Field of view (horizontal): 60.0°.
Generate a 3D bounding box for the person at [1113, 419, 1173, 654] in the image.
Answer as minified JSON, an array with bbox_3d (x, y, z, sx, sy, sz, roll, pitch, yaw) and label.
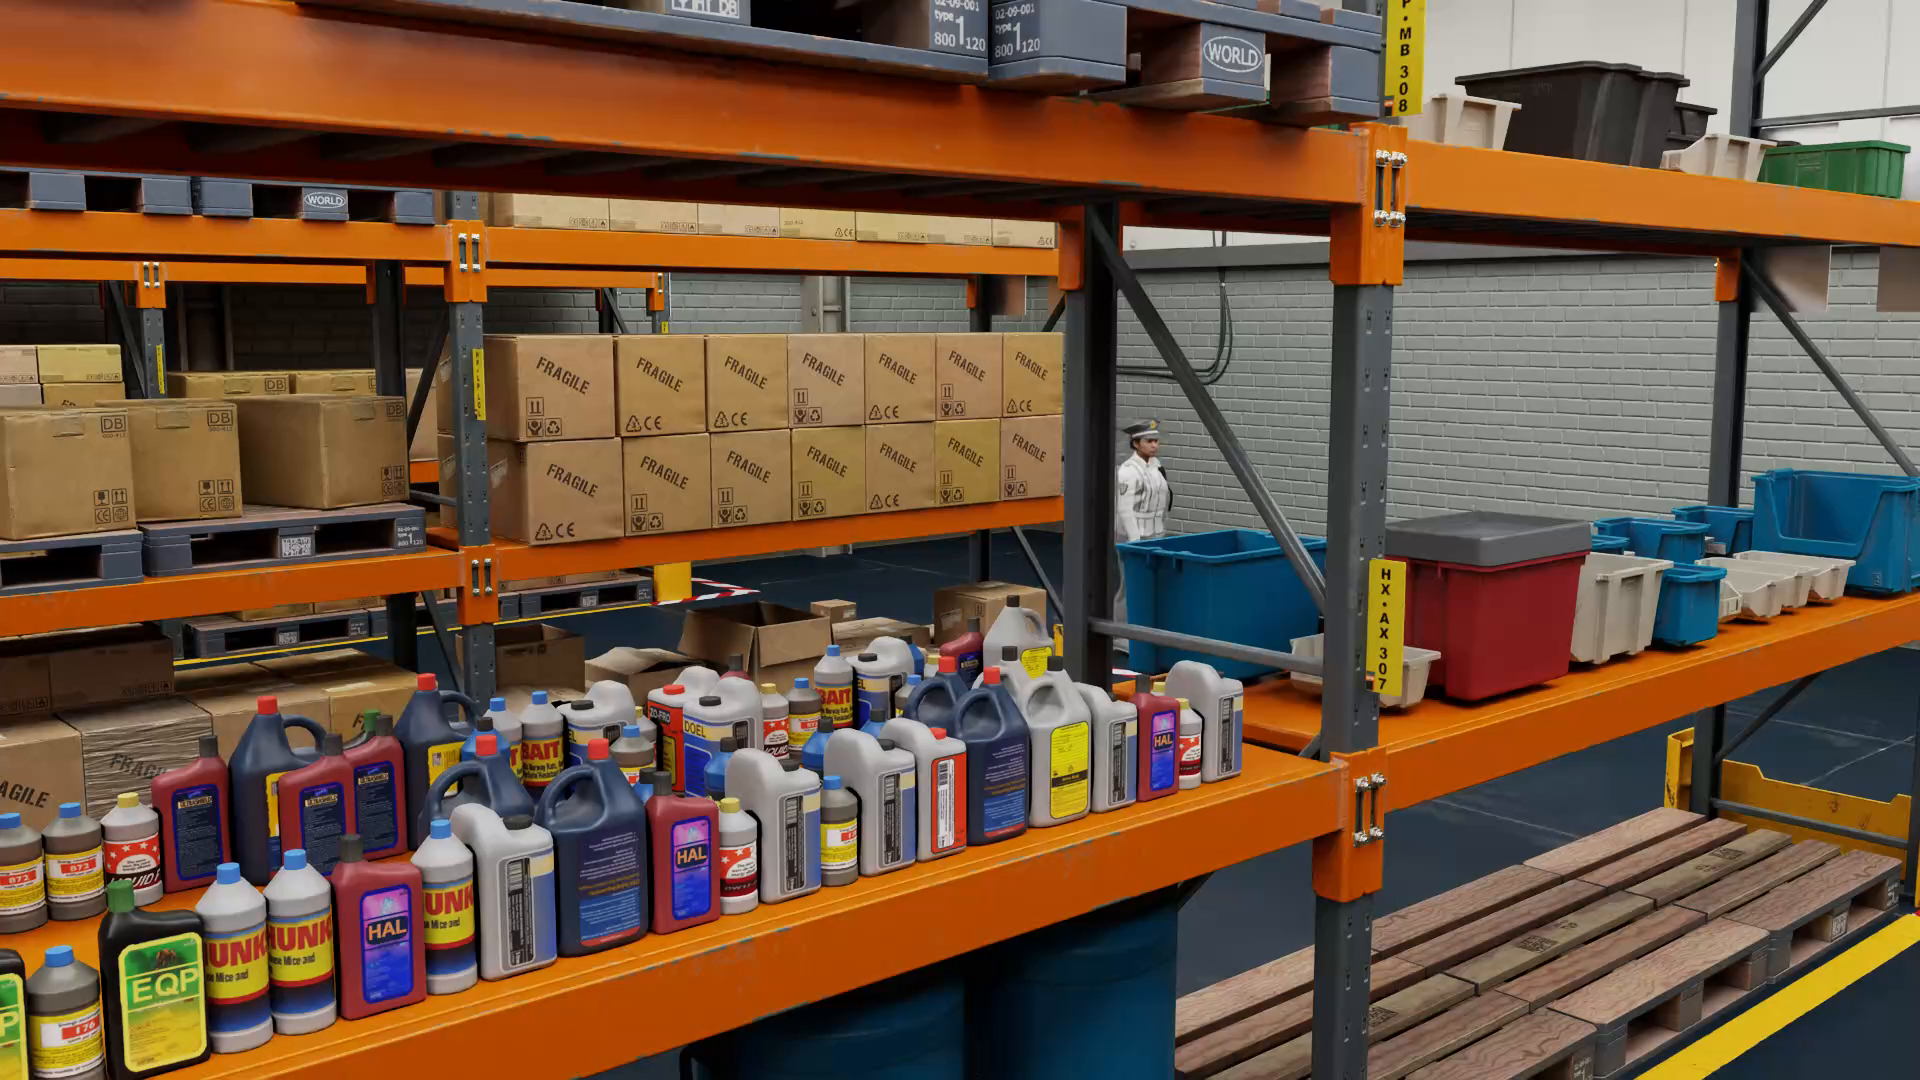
[{"bbox_3d":[1.249,0.011,11.661,0.491,1.728,0.508,7,10,43],"label":"person"}]
